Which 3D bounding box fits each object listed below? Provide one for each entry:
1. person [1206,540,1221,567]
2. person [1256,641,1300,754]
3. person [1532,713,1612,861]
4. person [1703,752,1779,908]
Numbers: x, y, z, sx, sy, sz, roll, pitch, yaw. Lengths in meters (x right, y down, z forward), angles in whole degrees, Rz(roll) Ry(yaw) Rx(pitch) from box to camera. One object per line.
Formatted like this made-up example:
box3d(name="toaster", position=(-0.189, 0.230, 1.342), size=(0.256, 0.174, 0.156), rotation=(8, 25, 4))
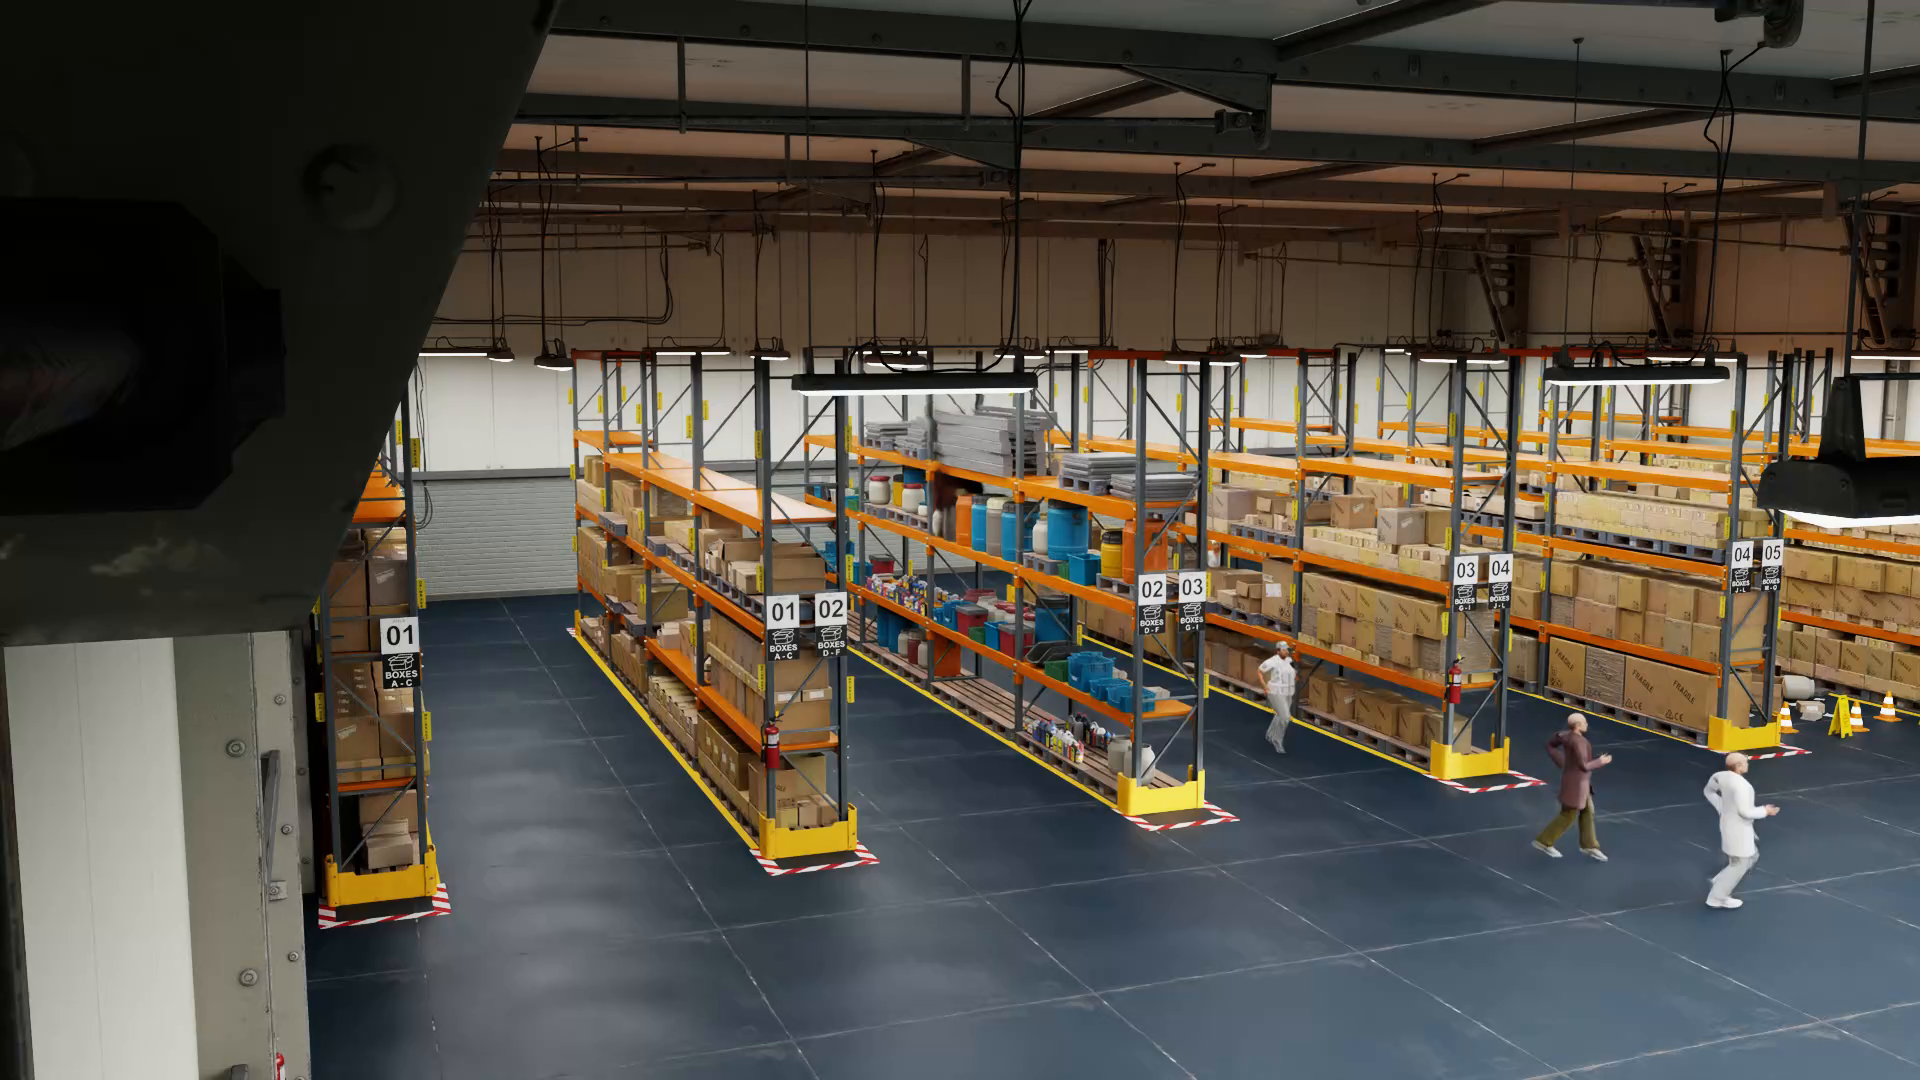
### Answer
box3d(name="person", position=(5.740, 0.844, 37.112), size=(0.632, 1.748, 0.601), rotation=(-2, 7, -17))
box3d(name="person", position=(4.878, 2.382, 25.274), size=(0.576, 1.716, 0.717), rotation=(-5, 9, -35))
box3d(name="person", position=(7.343, 2.968, 19.904), size=(0.924, 1.827, 0.698), rotation=(1, 7, 8))
box3d(name="person", position=(8.592, 3.201, 18.286), size=(0.673, 1.752, 0.694), rotation=(1, 7, 6))
